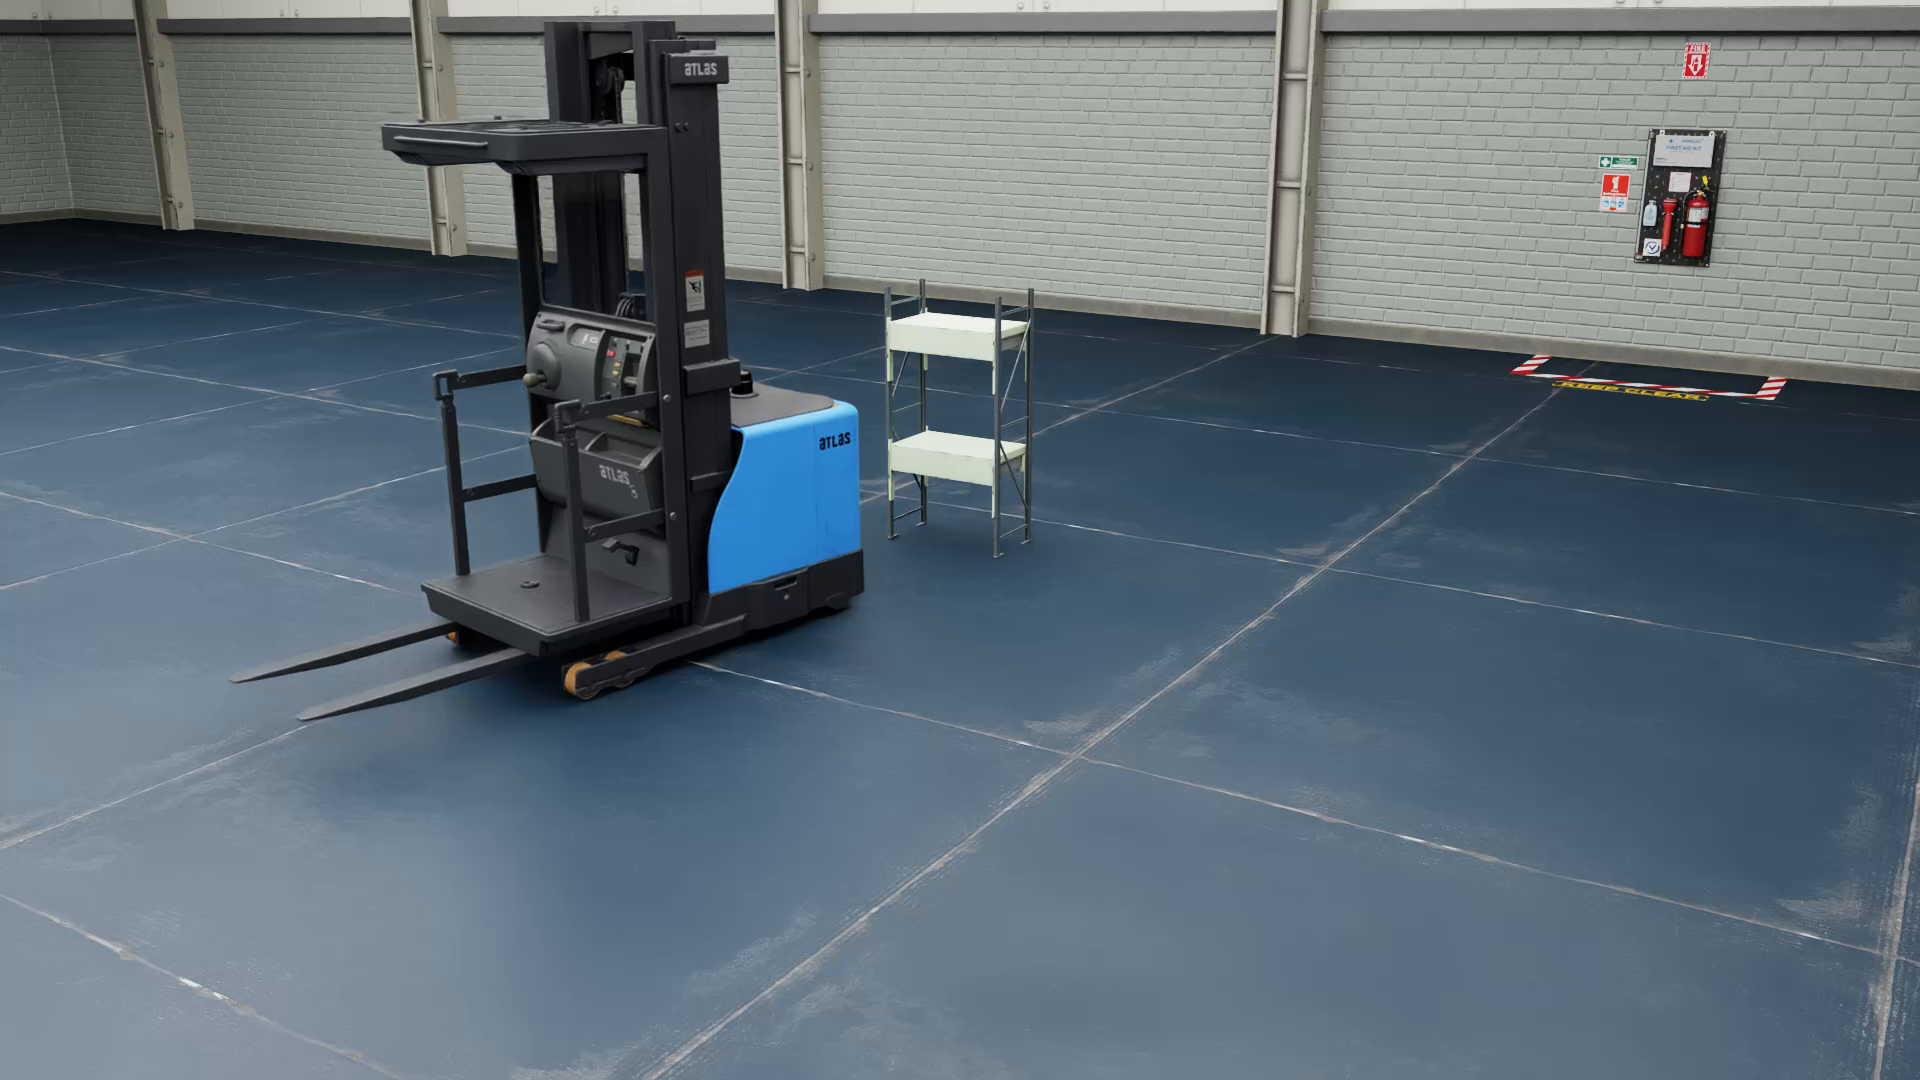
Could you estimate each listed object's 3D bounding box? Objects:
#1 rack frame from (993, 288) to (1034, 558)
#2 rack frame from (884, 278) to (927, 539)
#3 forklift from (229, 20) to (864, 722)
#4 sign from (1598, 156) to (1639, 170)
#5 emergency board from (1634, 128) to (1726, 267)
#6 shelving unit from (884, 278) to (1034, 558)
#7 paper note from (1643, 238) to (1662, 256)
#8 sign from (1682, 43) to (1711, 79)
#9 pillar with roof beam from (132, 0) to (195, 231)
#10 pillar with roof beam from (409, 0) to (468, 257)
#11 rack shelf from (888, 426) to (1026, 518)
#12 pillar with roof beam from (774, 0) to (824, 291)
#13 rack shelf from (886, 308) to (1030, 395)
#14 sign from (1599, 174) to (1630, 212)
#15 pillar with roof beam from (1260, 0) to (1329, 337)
[{"bbox_3d":[0.306,-0.663,9.483,0.023,1.500,0.400,10,20,30],"label":"rack frame"},{"bbox_3d":[-0.318,-0.774,9.850,0.023,1.500,0.400,10,20,30],"label":"rack frame"},{"bbox_3d":[-1.874,-0.849,7.632,1.130,2.935,3.031,15,22,41],"label":"forklift"},{"bbox_3d":[5.869,-3.364,14.821,0.331,0.109,0.001,10,20,30],"label":"sign"},{"bbox_3d":[6.287,-2.986,14.552,0.643,1.169,0.194,10,20,30],"label":"emergency board"},{"bbox_3d":[-0.006,-0.719,9.667,0.755,1.500,0.431,10,20,30],"label":"shelving unit"},{"bbox_3d":[6.172,-2.609,14.825,0.142,0.148,0.016,10,20,30],"label":"paper note"},{"bbox_3d":[6.332,-4.122,14.300,0.199,0.298,0.001,10,20,30],"label":"sign"},{"bbox_3d":[-14.331,-8.056,20.919,0.400,9.000,9.100,10,20,30],"label":"pillar with roof beam"},{"bbox_3d":[-9.219,-7.143,17.915,0.400,9.000,9.100,10,20,30],"label":"pillar with roof beam"},{"bbox_3d":[-0.006,-0.407,9.761,0.720,0.370,0.431,10,20,30],"label":"rack shelf"},{"bbox_3d":[-4.106,-6.231,14.910,0.400,9.000,9.100,10,20,30],"label":"pillar with roof beam"},{"bbox_3d":[-0.006,-1.092,9.553,0.720,0.370,0.431,10,20,30],"label":"rack shelf"},{"bbox_3d":[5.869,-3.113,14.908,0.234,0.329,0.001,10,20,30],"label":"sign"},{"bbox_3d":[1.007,-5.318,11.906,0.400,9.000,9.100,10,20,30],"label":"pillar with roof beam"}]
